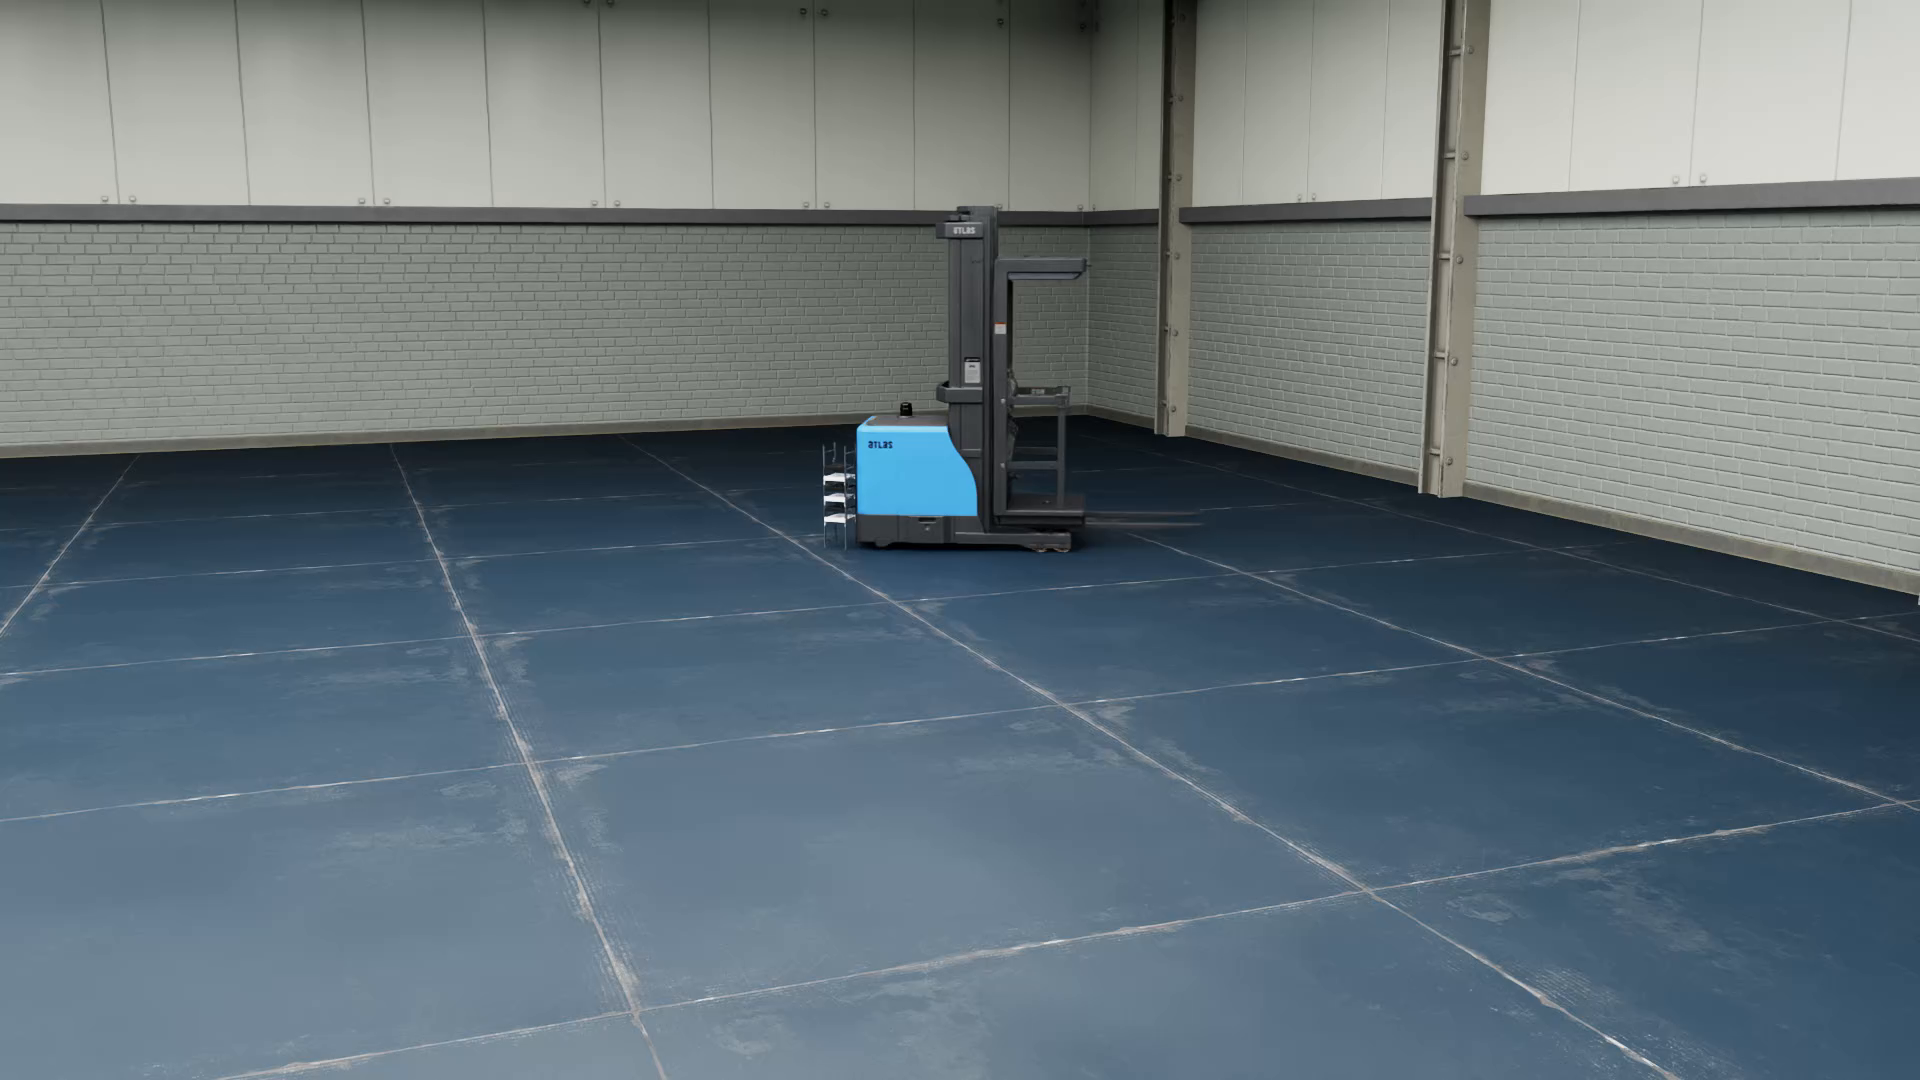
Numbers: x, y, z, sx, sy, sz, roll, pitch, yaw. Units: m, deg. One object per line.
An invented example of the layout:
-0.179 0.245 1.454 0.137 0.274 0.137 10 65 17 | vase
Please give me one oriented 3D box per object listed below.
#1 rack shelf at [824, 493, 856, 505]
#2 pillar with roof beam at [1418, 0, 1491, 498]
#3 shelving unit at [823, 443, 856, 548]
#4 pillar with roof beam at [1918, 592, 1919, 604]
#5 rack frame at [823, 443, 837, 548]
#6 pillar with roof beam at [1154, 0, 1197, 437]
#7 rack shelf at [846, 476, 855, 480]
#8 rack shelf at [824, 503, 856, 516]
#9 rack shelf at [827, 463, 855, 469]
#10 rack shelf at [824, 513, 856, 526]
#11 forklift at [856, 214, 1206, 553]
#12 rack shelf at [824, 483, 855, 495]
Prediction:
-1.045 -0.354 14.531 0.200 0.077 0.258 4 11 21 | rack shelf
1.093 -4.642 15.321 9.100 9.000 0.400 -4 11 -21 | pillar with roof beam
-1.047 -0.387 14.526 0.205 0.900 0.258 4 11 21 | shelving unit
3.267 -3.663 9.816 9.100 9.000 0.400 -4 11 -21 | pillar with roof beam
-1.140 -0.393 14.561 0.006 0.900 0.240 4 11 21 | rack frame
-1.081 -5.621 20.827 9.100 9.000 0.400 -4 11 -21 | pillar with roof beam
-1.045 -0.546 14.497 0.184 0.015 0.199 4 11 21 | rack shelf
-1.045 -0.265 14.547 0.200 0.077 0.258 4 11 21 | rack shelf
-1.045 -0.640 14.480 0.190 0.026 0.221 4 11 21 | rack shelf
-1.045 -0.177 14.562 0.200 0.077 0.258 4 11 21 | rack shelf
0.638 -1.397 14.589 3.031 2.867 1.129 1 10 4 | forklift
-1.045 -0.443 14.515 0.200 0.077 0.258 4 11 21 | rack shelf
